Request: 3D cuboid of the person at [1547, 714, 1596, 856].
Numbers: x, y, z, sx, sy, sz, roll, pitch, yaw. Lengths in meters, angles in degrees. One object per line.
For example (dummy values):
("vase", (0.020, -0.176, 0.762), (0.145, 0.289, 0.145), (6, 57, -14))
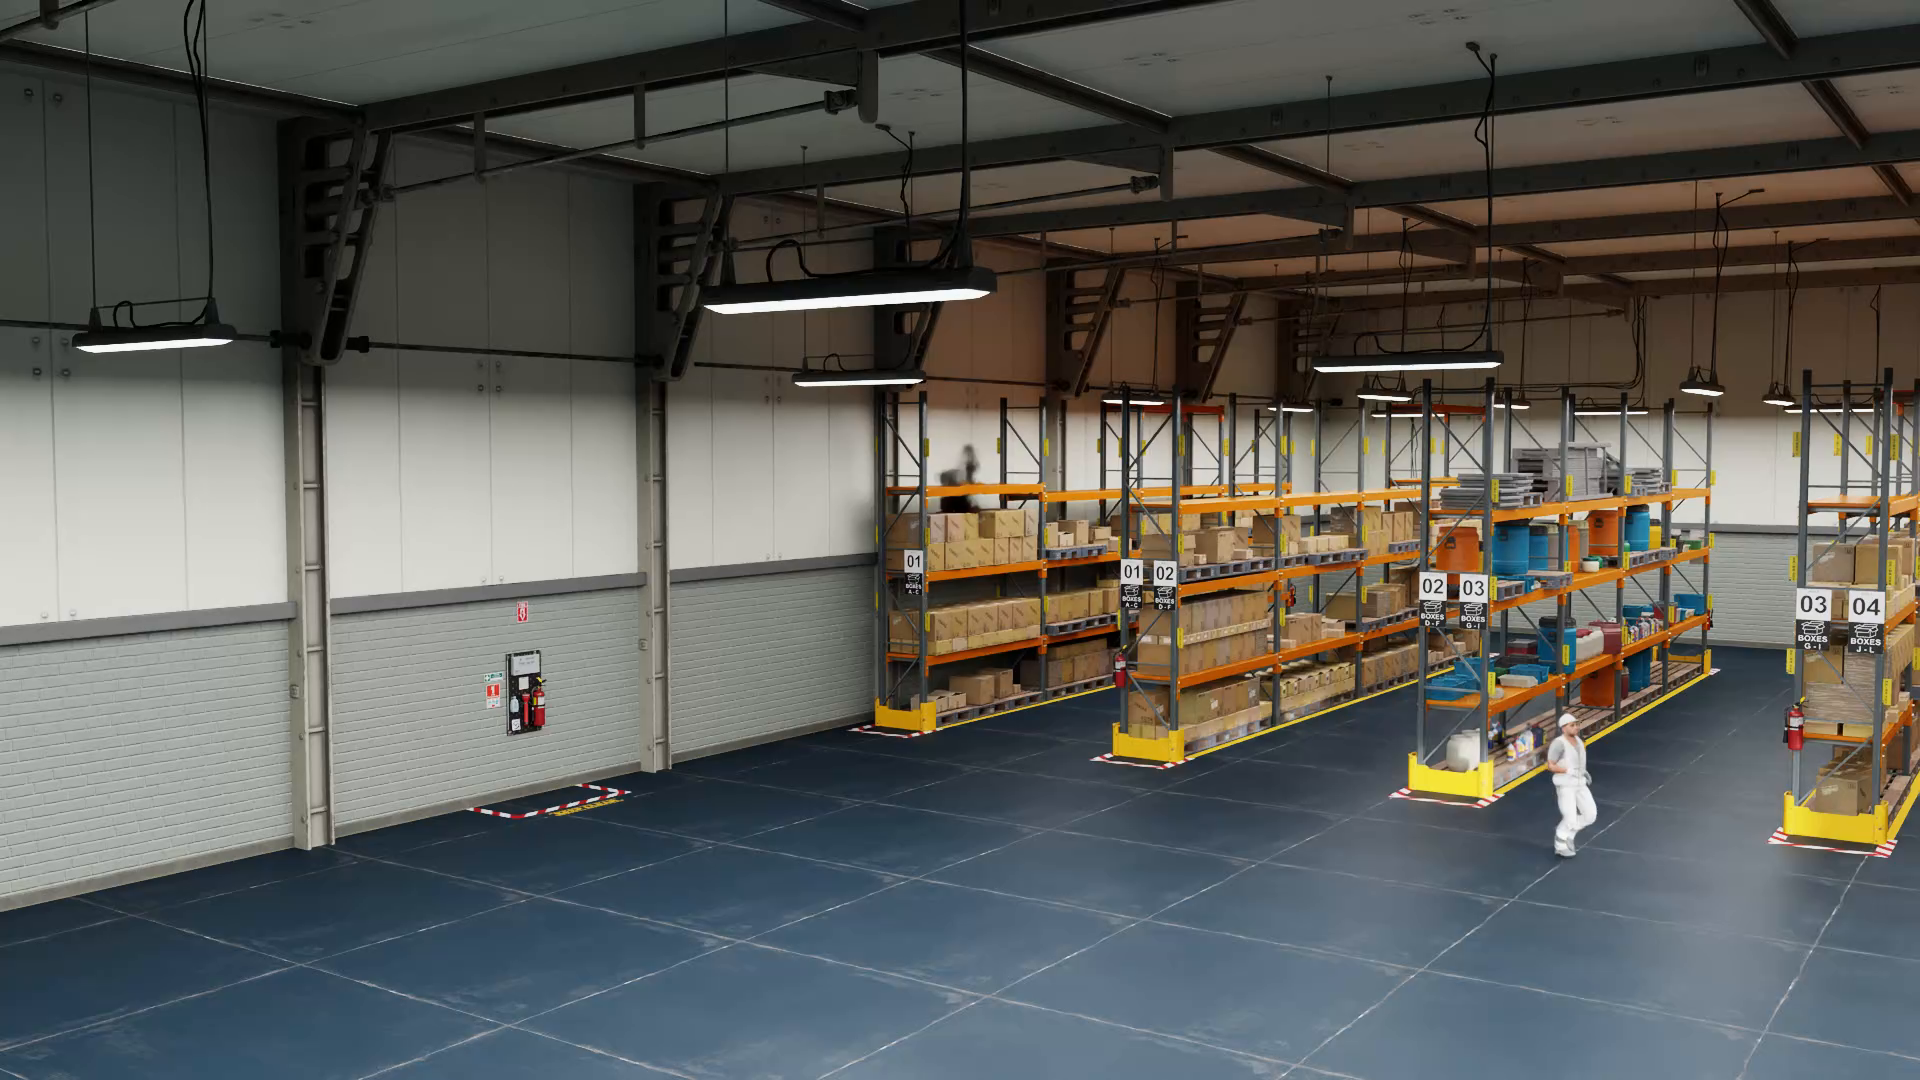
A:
("person", (7.477, 2.993, 20.218), (0.643, 1.741, 0.581), (-1, 4, -25))
